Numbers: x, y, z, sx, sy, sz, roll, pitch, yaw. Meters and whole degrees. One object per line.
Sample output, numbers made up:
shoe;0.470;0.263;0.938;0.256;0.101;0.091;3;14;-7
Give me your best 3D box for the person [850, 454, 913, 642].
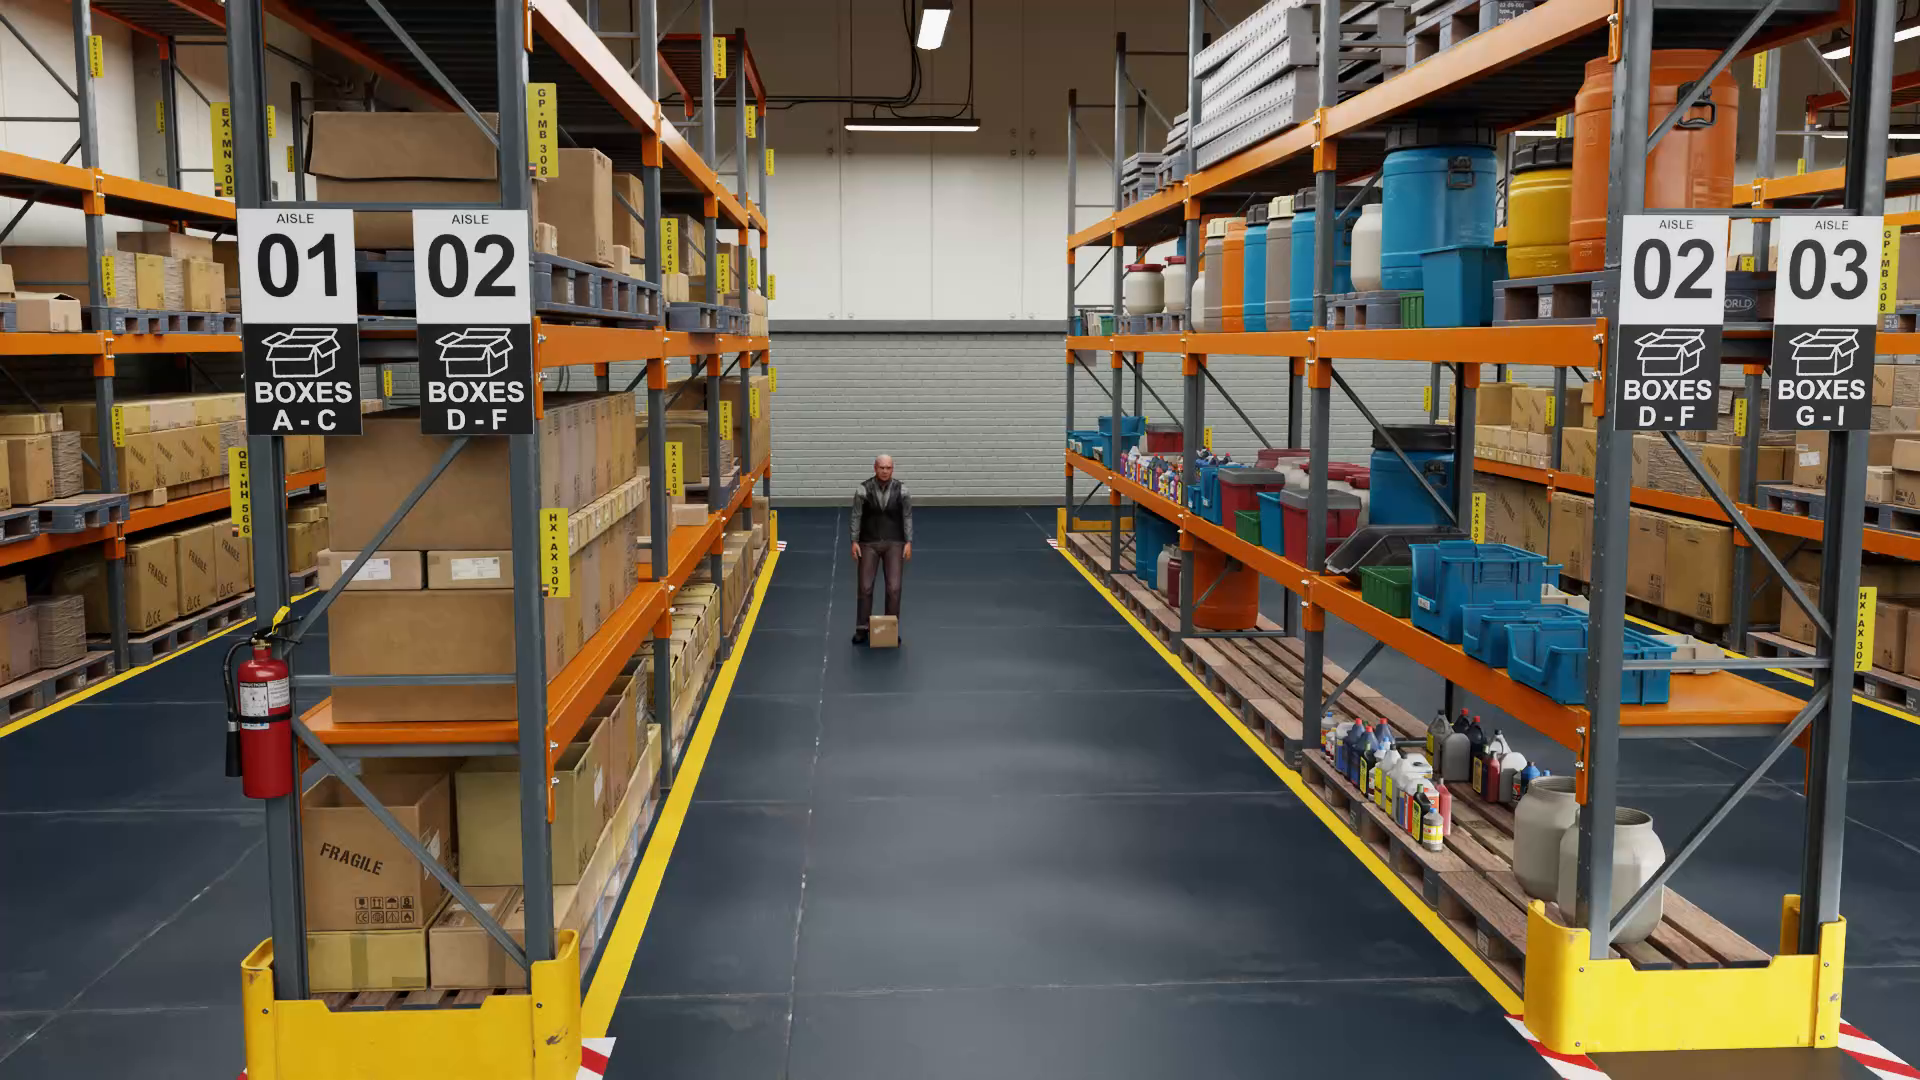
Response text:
person;-0.717;0.070;15.262;0.581;1.719;0.475;-1;7;-7
